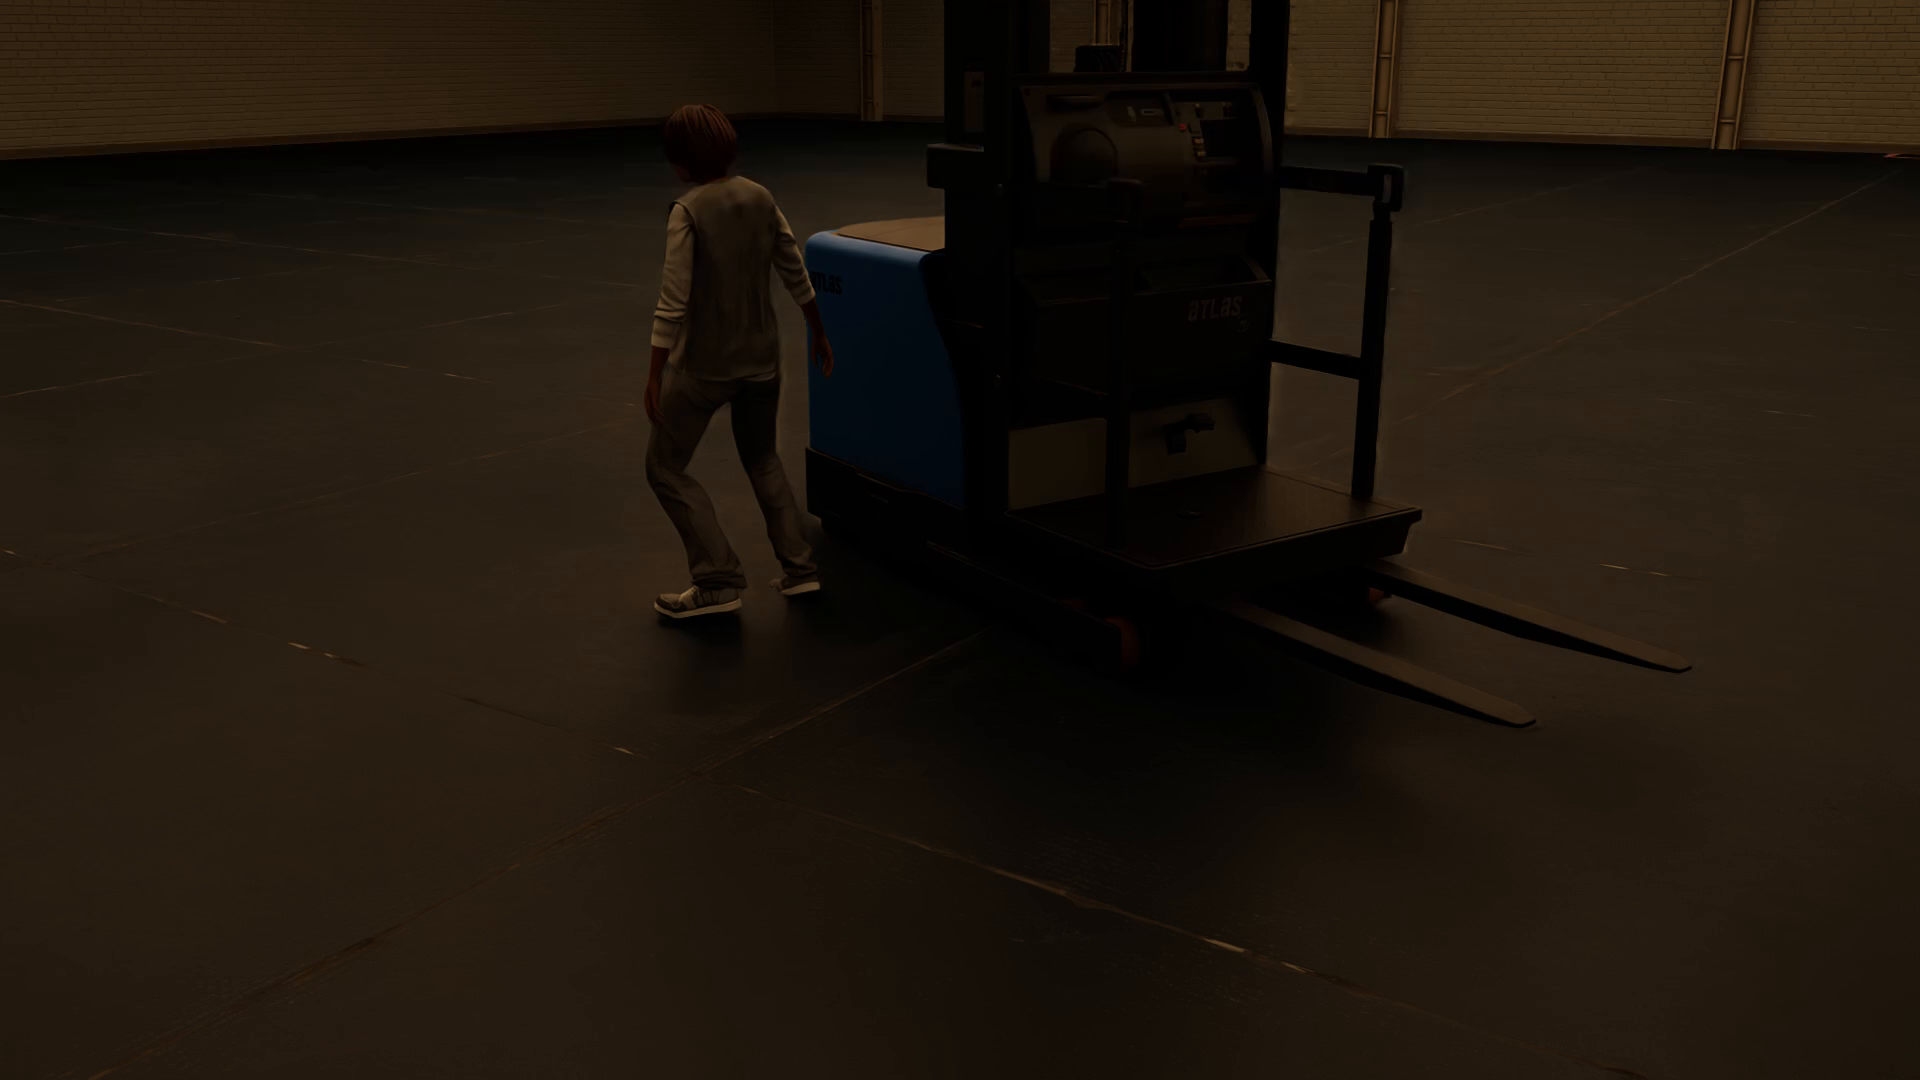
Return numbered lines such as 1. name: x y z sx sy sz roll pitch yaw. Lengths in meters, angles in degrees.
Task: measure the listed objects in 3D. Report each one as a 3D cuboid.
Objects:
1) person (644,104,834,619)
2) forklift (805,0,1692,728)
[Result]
1. person: -0.674 -0.532 5.122 0.689 1.574 0.359 -15 22 -40
2. forklift: 0.688 -1.181 4.783 1.130 2.935 3.031 -11 20 -33
